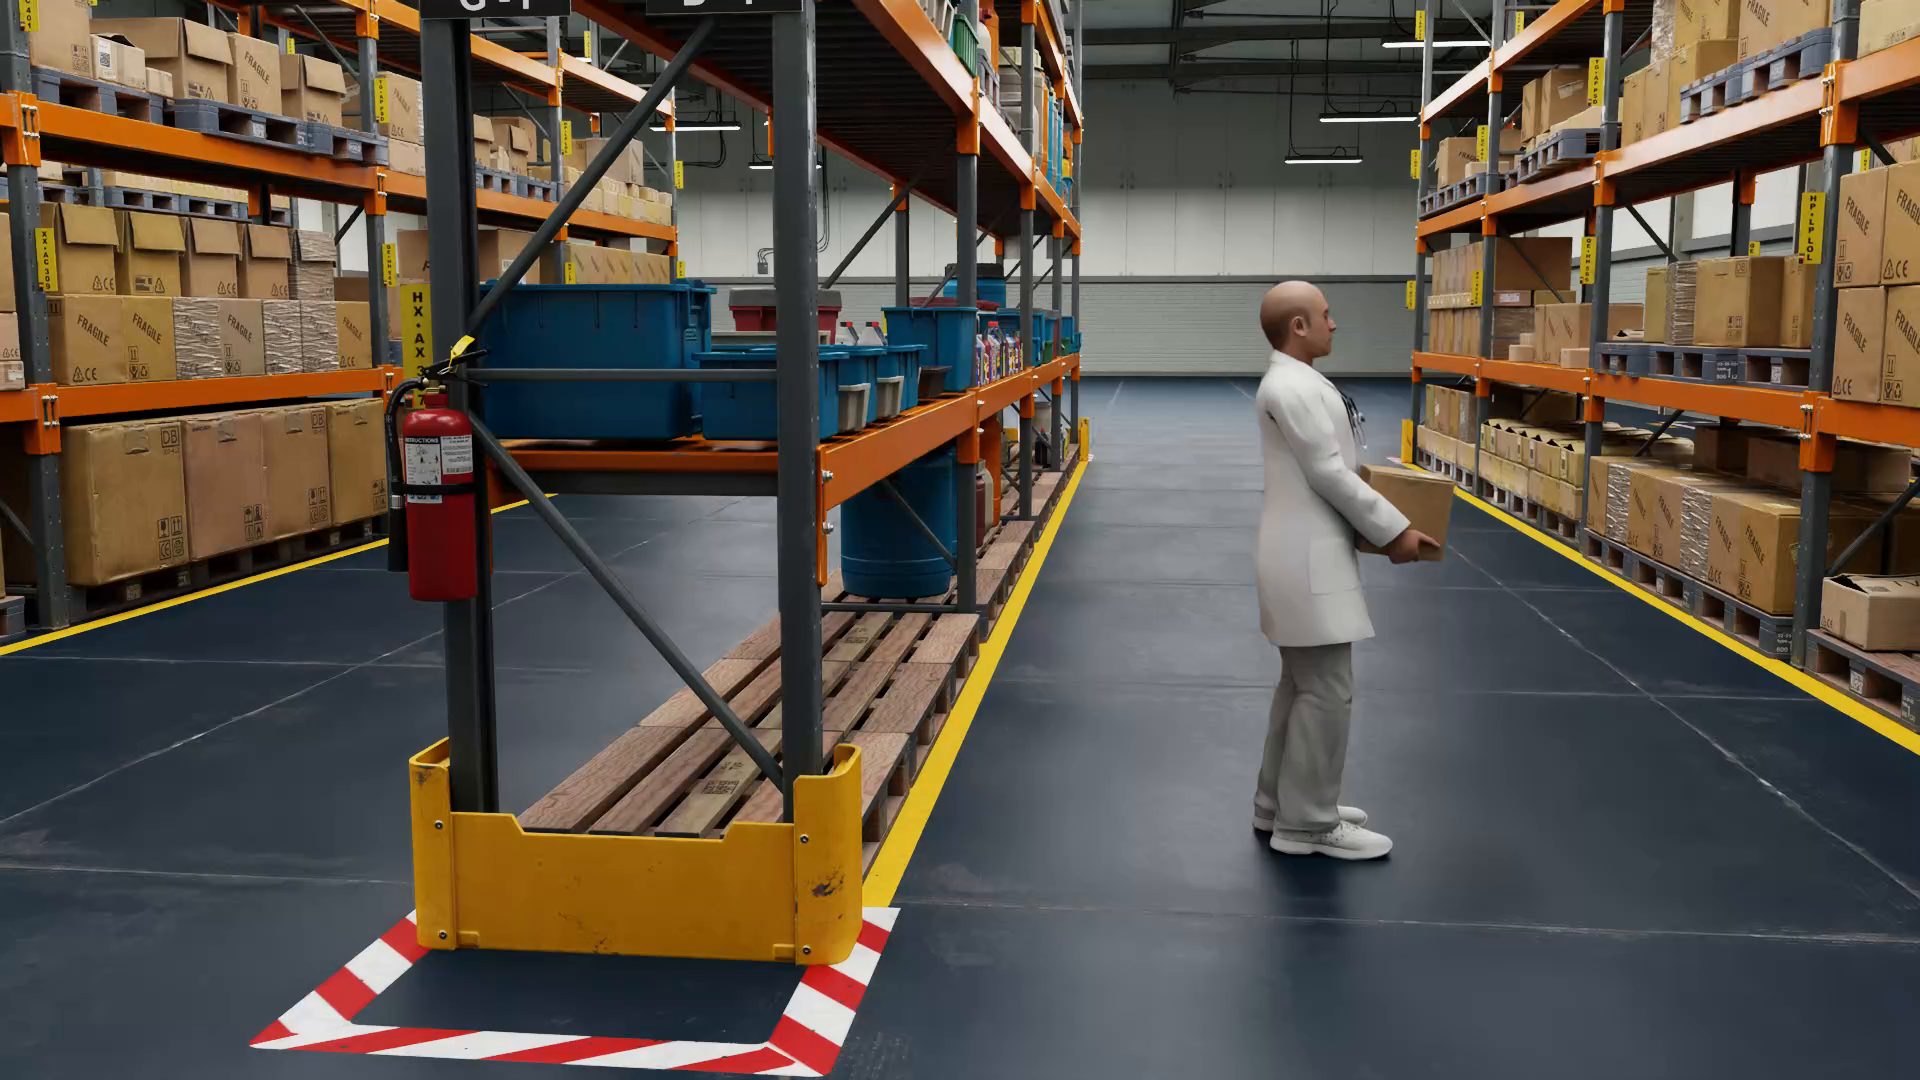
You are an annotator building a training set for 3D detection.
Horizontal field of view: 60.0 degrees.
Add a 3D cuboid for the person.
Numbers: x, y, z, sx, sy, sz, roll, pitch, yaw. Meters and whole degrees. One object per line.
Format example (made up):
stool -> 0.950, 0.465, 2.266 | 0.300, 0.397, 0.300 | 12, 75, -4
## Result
person -> 1.191, 0.087, 5.201 | 0.556, 1.775, 0.527 | 1, 7, 7
